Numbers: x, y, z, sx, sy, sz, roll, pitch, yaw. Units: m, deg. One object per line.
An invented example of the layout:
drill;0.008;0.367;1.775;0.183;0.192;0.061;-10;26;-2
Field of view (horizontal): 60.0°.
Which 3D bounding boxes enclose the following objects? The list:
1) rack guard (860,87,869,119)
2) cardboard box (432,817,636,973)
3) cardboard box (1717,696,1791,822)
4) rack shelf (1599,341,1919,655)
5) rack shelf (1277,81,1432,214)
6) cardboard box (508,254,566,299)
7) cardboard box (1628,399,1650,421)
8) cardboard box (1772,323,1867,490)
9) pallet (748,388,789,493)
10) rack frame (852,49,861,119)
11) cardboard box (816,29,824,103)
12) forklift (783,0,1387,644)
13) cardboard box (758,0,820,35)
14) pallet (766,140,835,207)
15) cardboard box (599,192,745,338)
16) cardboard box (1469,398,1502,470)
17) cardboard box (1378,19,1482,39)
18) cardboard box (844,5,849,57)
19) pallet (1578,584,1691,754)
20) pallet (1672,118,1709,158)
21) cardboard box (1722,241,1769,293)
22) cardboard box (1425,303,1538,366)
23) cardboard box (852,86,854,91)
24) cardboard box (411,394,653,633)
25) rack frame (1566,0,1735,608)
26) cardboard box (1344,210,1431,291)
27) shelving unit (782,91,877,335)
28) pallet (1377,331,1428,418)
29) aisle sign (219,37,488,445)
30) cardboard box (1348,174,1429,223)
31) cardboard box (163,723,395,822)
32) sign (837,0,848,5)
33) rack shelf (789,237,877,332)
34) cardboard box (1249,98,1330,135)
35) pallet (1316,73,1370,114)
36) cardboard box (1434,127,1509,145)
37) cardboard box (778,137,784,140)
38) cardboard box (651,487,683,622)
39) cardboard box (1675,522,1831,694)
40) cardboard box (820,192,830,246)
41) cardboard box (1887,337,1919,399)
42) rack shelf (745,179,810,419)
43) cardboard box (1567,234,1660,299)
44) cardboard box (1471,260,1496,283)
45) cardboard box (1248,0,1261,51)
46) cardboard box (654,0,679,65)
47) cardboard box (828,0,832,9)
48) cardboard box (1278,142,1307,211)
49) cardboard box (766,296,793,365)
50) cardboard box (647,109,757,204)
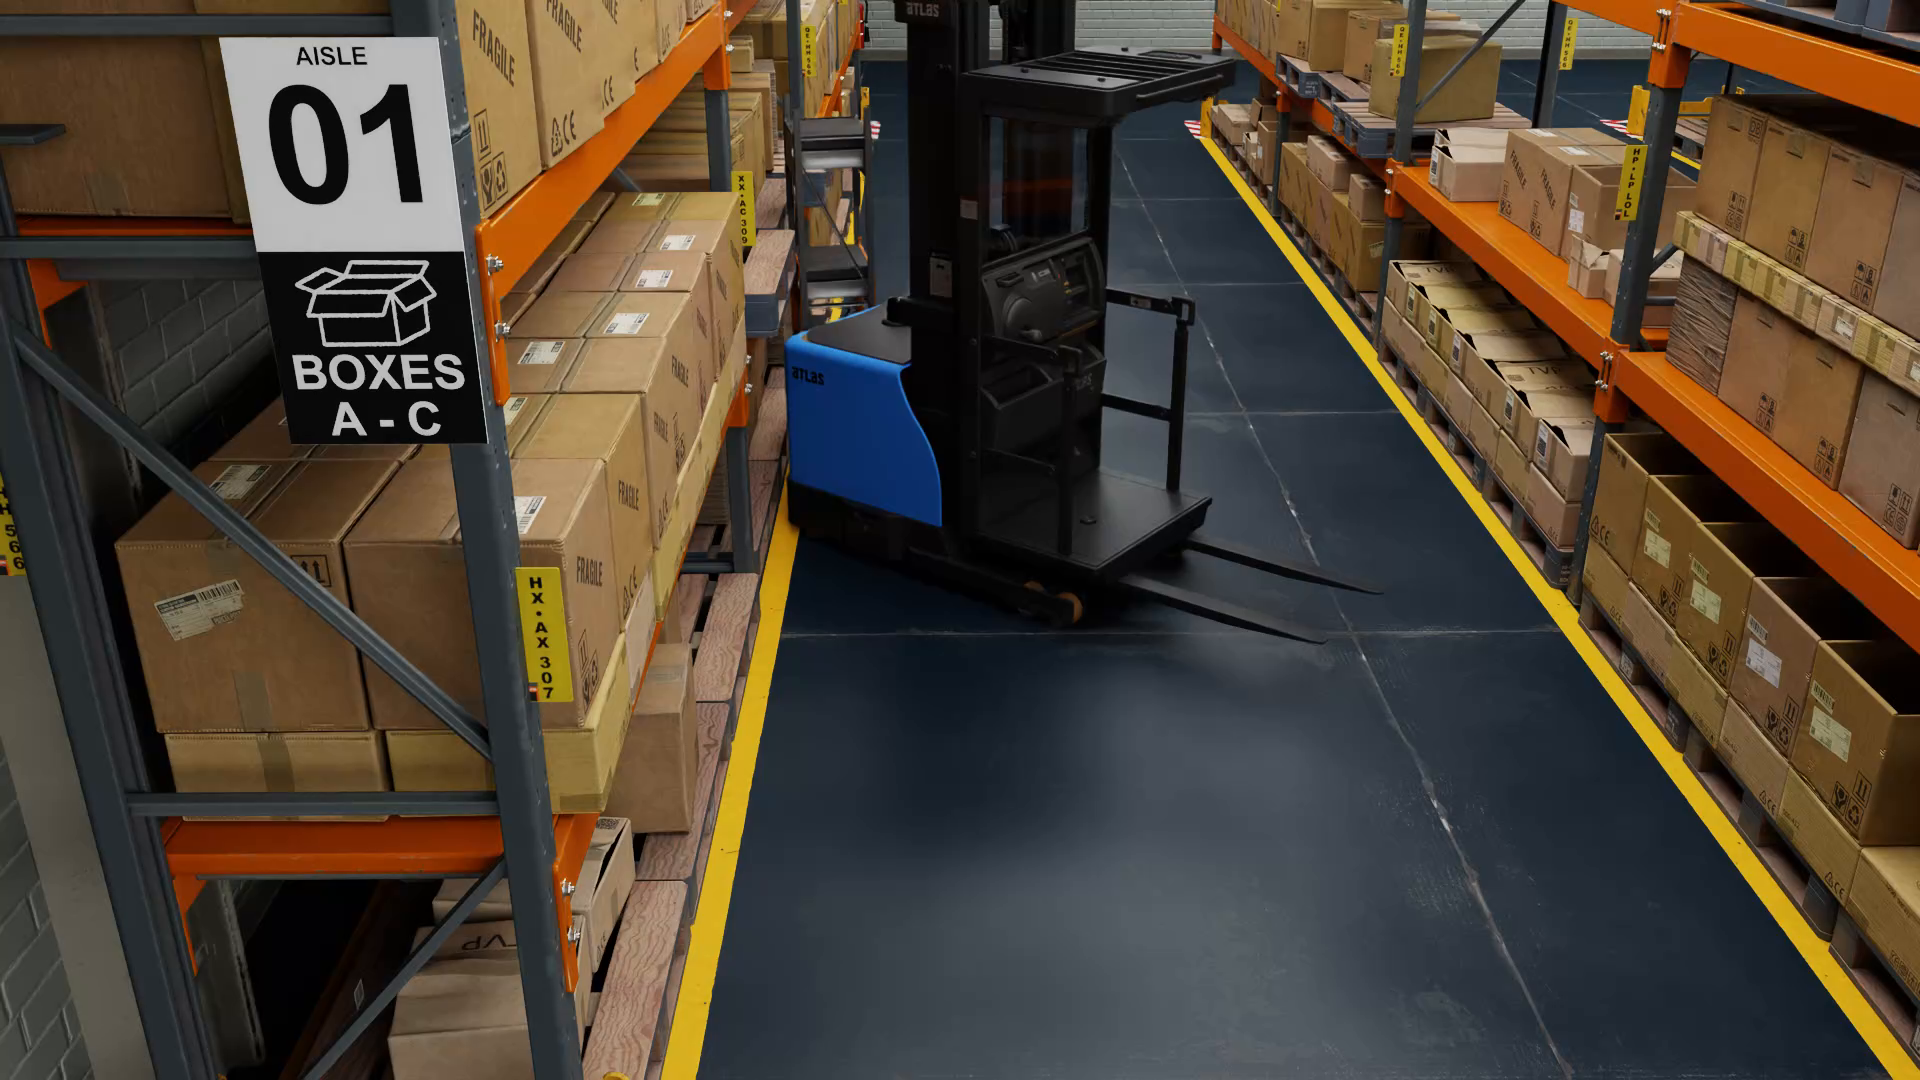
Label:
rack guard;-1.620;-4.859;18.888;1.175;0.500;0.348;0;24;-1
cardboard box;-1.369;1.109;5.387;0.500;0.311;0.500;2;24;4
cardboard box;3.179;0.805;6.158;0.500;0.250;0.500;0;24;-1
rack shelf;3.487;0.084;5.796;1.077;0.370;4.000;0;24;-1
rack shelf;3.399;-3.212;13.085;1.077;0.370;4.000;0;24;-1
cardboard box;-1.691;-0.713;5.934;0.500;0.500;0.500;0;24;1
cardboard box;3.709;-0.639;8.670;0.500;0.311;0.500;-1;24;-1
cardboard box;3.490;-0.506;6.108;0.700;0.500;0.500;0;24;0
pallet;-1.515;-0.598;9.816;1.003;0.211;1.213;0;24;-1
rack frame;-1.620;-5.988;18.351;1.000;3.000;0.127;0;24;-1
cardboard box;-1.282;-3.504;12.350;0.500;0.500;0.500;0;24;-1
forklift;0.571;-1.170;7.779;3.031;2.935;1.130;17;30;33
cardboard box;-1.295;-3.840;12.183;0.500;0.250;0.500;0;24;0
pallet;-1.418;-2.311;10.453;1.213;0.211;1.003;0;24;-1
cardboard box;-1.174;-1.133;6.862;0.500;0.500;0.500;0;24;-1
cardboard box;3.161;-0.595;9.252;0.500;0.250;0.500;0;24;1
cardboard box;3.482;-3.589;12.415;0.700;0.500;0.500;4;25;9
cardboard box;-1.568;-5.001;15.804;0.980;0.700;0.700;-1;24;-2
pallet;3.432;0.531;7.320;1.003;0.211;1.213;0;24;-1
pallet;8.257;-4.422;18.272;1.003;0.211;1.213;0;24;-1
cardboard box;3.281;-1.087;6.605;0.380;0.149;0.250;-1;24;-2
cardboard box;3.151;-1.266;10.056;0.500;0.311;0.500;-1;24;-2
cardboard box;-1.512;-4.753;18.143;0.700;0.500;0.500;0;24;-1
cardboard box;-1.145;-0.080;4.534;0.500;0.500;0.500;0;24;0
rack frame;3.465;-1.067;7.470;1.000;3.000;0.127;0;24;-1
cardboard box;3.176;-2.162;12.389;0.500;0.500;0.500;1;24;2
shelving unit;-0.709;-1.369;9.223;0.431;2.100;0.503;-5;25;-10
pallet;3.391;-1.106;10.939;1.003;0.211;1.213;0;24;-1
aisle sign;-1.144;-0.552;3.175;0.394;0.787;0.004;0;24;-1
cardboard box;3.171;-2.526;12.286;0.500;0.250;0.500;1;24;1
cardboard box;-1.644;0.472;4.224;0.500;0.250;0.500;0;24;0
sign;-1.033;-4.838;14.498;0.100;0.325;0.005;0;24;-1
rack shelf;-0.709;-1.356;9.229;0.431;0.518;0.480;-5;25;-10
cardboard box;3.352;-4.201;16.894;0.797;0.503;0.637;0;24;-1
pallet;3.395;-3.430;12.926;1.003;0.211;1.213;0;24;-1
cardboard box;3.381;-2.525;10.801;0.500;0.311;0.500;1;24;3
cardboard box;-1.304;-2.723;11.412;0.380;0.149;0.250;-1;24;-1
cardboard box;-1.152;0.037;5.185;0.500;0.250;0.500;-1;24;-1
cardboard box;3.168;0.257;6.459;0.500;0.500;0.500;0;24;-1
cardboard box;-1.412;-2.568;12.888;0.750;0.750;0.750;0;24;-1
cardboard box;3.295;-0.556;5.431;0.380;0.149;0.250;-1;24;-1
rack shelf;-1.510;-1.540;9.388;1.077;0.370;4.000;0;24;-1
cardboard box;3.271;-1.368;8.297;0.396;0.266;0.258;-1;24;-2
cardboard box;3.673;-1.695;11.004;0.500;0.311;0.500;0;24;1
cardboard box;3.101;-5.038;16.129;0.500;0.500;0.500;0;24;1
cardboard box;-1.199;-1.821;5.352;0.500;0.500;0.500;-1;24;-3
cardboard box;-1.319;-4.470;13.577;0.500;0.250;0.500;0;24;1
cardboard box;3.139;-3.225;14.740;0.500;0.500;0.500;-1;24;-3
cardboard box;-1.472;-1.457;10.831;0.700;0.500;0.500;0;24;0
cardboard box;-1.497;-2.001;8.879;0.700;0.500;0.500;3;25;7
